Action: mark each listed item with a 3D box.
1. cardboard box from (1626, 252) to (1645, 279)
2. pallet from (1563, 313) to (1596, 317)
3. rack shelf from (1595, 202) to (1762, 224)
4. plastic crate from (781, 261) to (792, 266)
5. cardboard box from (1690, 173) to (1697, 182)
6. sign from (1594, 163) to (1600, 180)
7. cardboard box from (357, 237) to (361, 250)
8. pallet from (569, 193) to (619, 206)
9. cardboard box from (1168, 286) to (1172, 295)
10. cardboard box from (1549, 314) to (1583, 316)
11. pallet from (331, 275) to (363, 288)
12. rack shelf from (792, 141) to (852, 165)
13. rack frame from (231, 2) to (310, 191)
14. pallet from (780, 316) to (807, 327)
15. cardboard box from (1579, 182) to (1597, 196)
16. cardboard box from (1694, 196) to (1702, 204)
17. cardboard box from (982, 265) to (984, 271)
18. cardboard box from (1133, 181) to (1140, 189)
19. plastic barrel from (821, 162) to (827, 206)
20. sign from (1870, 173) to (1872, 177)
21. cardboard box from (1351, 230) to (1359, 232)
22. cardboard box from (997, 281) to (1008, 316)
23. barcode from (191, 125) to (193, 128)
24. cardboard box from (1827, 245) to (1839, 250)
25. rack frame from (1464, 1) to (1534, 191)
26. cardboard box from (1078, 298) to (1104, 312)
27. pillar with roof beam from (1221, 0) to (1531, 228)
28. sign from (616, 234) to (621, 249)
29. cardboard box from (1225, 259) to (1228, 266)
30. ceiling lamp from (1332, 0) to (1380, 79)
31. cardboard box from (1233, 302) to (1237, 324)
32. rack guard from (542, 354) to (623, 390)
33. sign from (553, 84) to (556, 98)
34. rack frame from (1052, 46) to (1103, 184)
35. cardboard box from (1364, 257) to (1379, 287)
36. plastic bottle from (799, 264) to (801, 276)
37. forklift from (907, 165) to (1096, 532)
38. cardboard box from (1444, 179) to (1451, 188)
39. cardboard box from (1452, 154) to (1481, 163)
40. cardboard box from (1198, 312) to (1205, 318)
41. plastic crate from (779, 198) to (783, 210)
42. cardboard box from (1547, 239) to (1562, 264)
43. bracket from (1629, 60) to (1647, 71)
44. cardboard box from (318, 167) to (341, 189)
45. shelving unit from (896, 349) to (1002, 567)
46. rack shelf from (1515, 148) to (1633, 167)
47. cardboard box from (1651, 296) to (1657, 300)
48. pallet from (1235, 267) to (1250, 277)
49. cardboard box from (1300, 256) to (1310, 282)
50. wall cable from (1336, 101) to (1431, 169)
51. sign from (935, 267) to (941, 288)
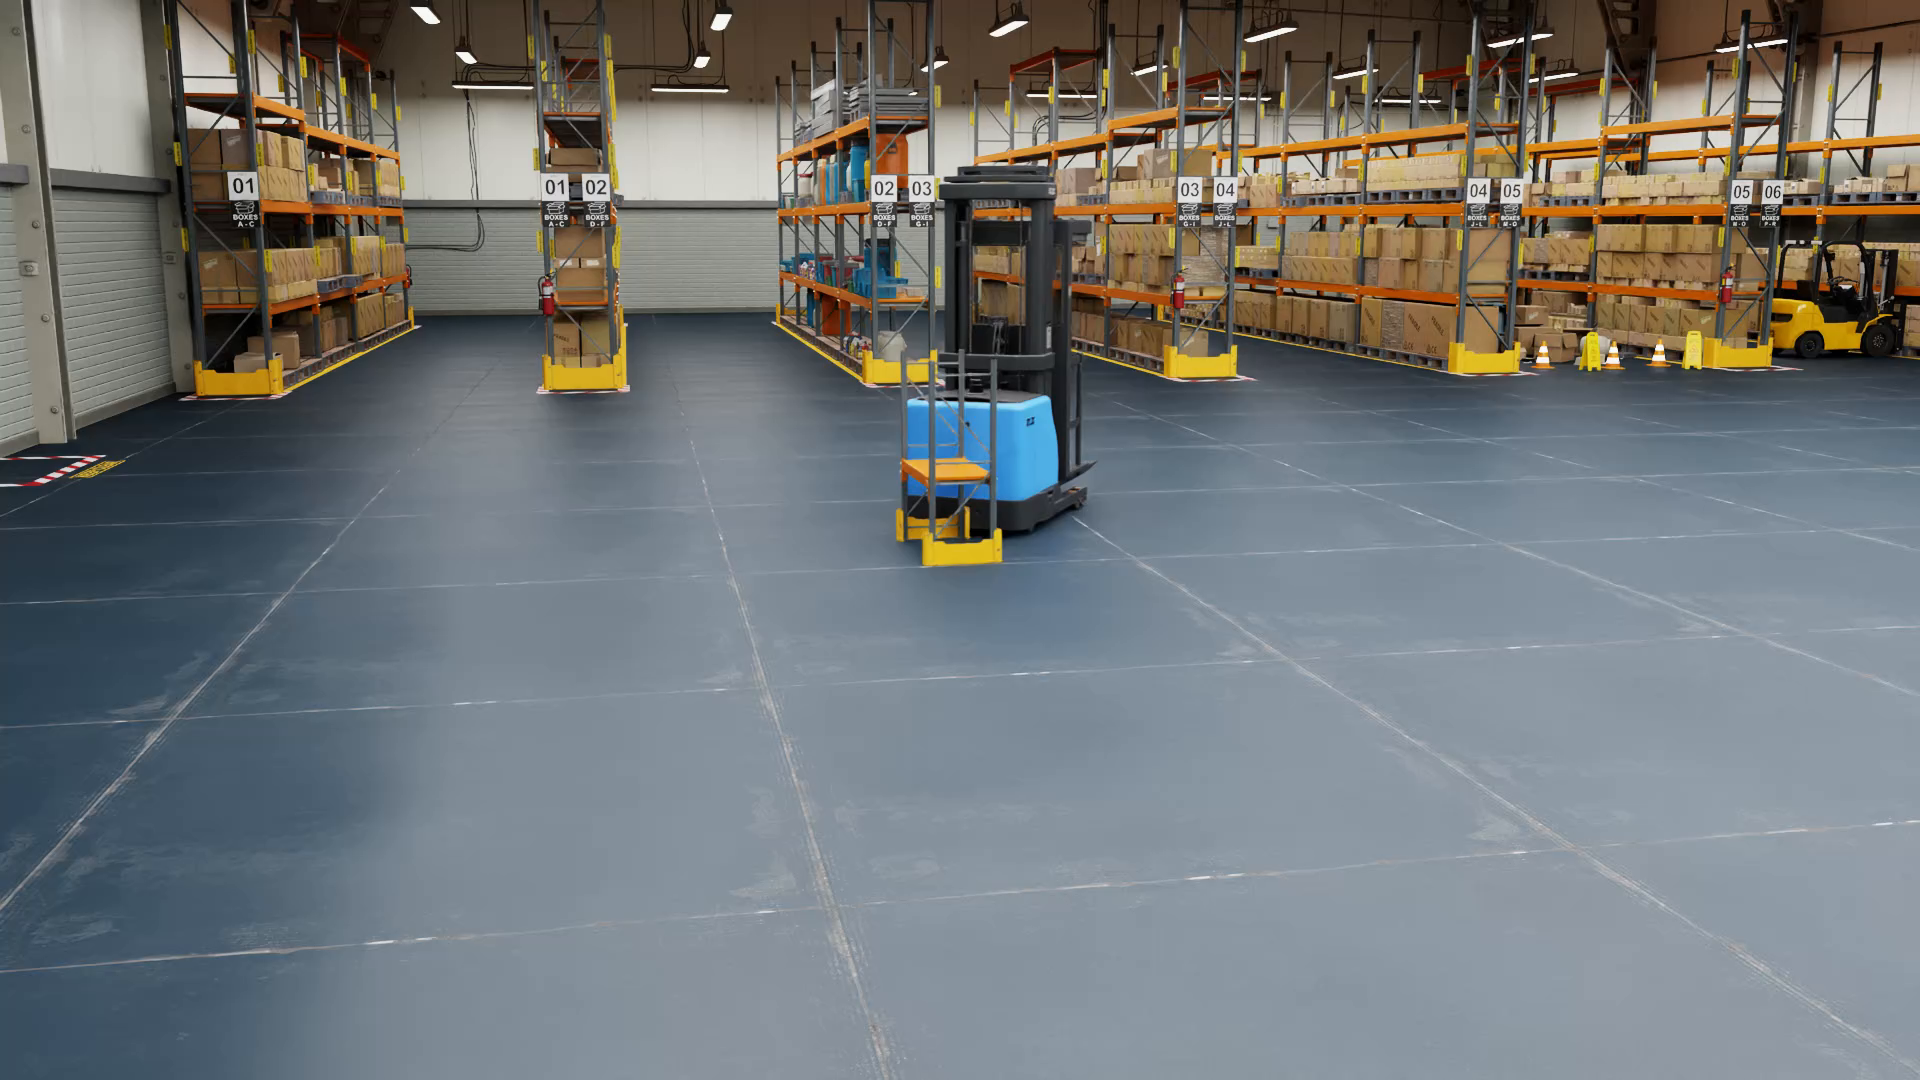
[{"bbox_3d":[12.926,-5.174,31.295,0.500,0.500,0.500,-2,11,-11],"label":"cardboard box"},{"bbox_3d":[16.088,-5.658,42.359,1.003,0.211,1.213,-2,11,-11],"label":"pallet"},{"bbox_3d":[13.298,-6.007,30.635,1.077,0.370,4.000,-2,11,-11],"label":"rack shelf"},{"bbox_3d":[-4.151,-6.683,40.574,0.416,0.233,0.300,-2,11,-11],"label":"plastic crate"},{"bbox_3d":[13.252,-6.456,29.612,0.380,0.149,0.250,-2,11,-11],"label":"cardboard box"},{"bbox_3d":[12.365,-7.154,32.300,0.100,0.325,0.005,-2,11,-11],"label":"sign"},{"bbox_3d":[-12.107,-5.851,32.793,0.500,0.250,0.500,-2,11,-12],"label":"cardboard box"},{"bbox_3d":[-6.868,-6.322,30.871,1.003,0.211,1.213,-2,11,-8],"label":"pallet"},{"bbox_3d":[3.660,-4.127,27.527,0.380,0.149,0.250,-2,11,-11],"label":"cardboard box"},{"bbox_3d":[12.524,-4.524,34.849,0.950,0.372,0.625,-2,11,-9],"label":"cardboard box"},{"bbox_3d":[-11.923,-4.865,31.249,1.213,0.211,1.003,-2,11,-11],"label":"pallet"},{"bbox_3d":[-2.837,-8.211,35.261,1.077,0.370,4.000,-2,11,-11],"label":"rack shelf"},{"bbox_3d":[-11.388,-7.300,27.482,1.000,3.000,0.127,-2,11,-11],"label":"rack frame"},{"bbox_3d":[-3.882,-5.391,40.958,1.003,0.211,1.213,-2,11,-11],"label":"pallet"},{"bbox_3d":[12.653,-6.961,33.005,0.500,0.250,0.500,-2,11,-12],"label":"cardboard box"},{"bbox_3d":[13.244,-6.020,29.451,0.380,0.149,0.250,-2,11,-9],"label":"cardboard box"},{"bbox_3d":[0.753,-6.752,41.319,0.380,0.149,0.250,-2,11,-12],"label":"cardboard box"},{"bbox_3d":[3.239,-6.180,28.957,0.380,0.149,0.250,-2,11,-12],"label":"cardboard box"},{"bbox_3d":[-2.374,-6.853,32.006,0.600,0.830,0.708,-2,11,-11],"label":"plastic barrel"},{"bbox_3d":[18.321,-7.222,33.499,0.100,0.325,0.005,-2,11,-11],"label":"sign"},{"bbox_3d":[10.496,-7.802,43.222,0.500,0.500,0.500,-2,11,-13],"label":"cardboard box"},{"bbox_3d":[1.407,-5.812,40.269,0.875,0.875,0.875,-2,11,-11],"label":"cardboard box"},{"bbox_3d":[-11.239,-6.040,24.338,0.001,0.075,0.075,-2,11,-11],"label":"barcode"},{"bbox_3d":[17.548,-5.879,33.266,0.380,0.149,0.250,-2,11,-10],"label":"cardboard box"},{"bbox_3d":[8.851,-7.268,27.317,1.000,3.000,0.127,-2,11,-11],"label":"rack frame"},{"bbox_3d":[2.683,-4.765,33.710,0.500,0.250,0.500,-1,11,-5],"label":"cardboard box"},{"bbox_3d":[11.580,-10.953,46.678,9.100,9.000,0.548,-2,11,-11],"label":"pillar with roof beam"},{"bbox_3d":[-7.542,-6.590,36.703,0.100,0.325,0.005,-2,11,-11],"label":"sign"},{"bbox_3d":[6.295,-6.373,38.208,0.380,0.149,0.250,-2,11,-10],"label":"cardboard box"},{"bbox_3d":[9.373,-12.303,38.156,0.800,3.185,2.000,-2,11,-11],"label":"ceiling lamp"},{"bbox_3d":[6.505,-5.258,38.363,0.500,0.500,0.500,-2,11,-8],"label":"cardboard box"},{"bbox_3d":[-5.747,-2.568,25.349,1.175,0.500,0.348,-2,11,-11],"label":"rack guard"},{"bbox_3d":[-7.838,-8.690,32.079,0.100,0.325,0.005,-2,11,-11],"label":"sign"},{"bbox_3d":[2.410,-8.574,34.176,1.000,3.000,0.127,-2,11,-11],"label":"rack frame"},{"bbox_3d":[8.156,-5.061,31.365,0.875,0.550,0.550,-2,11,-11],"label":"cardboard box"},{"bbox_3d":[-3.548,-6.016,37.092,0.061,0.283,0.133,-2,11,-11],"label":"plastic bottle"},{"bbox_3d":[0.496,-1.735,14.474,1.130,2.935,3.031,4,11,19],"label":"forklift"},{"bbox_3d":[8.405,-6.022,28.071,0.380,0.149,0.250,-2,11,-11],"label":"cardboard box"},{"bbox_3d":[8.452,-6.368,27.757,0.380,0.149,0.250,-2,11,-10],"label":"cardboard box"},{"bbox_3d":[6.023,-5.484,40.490,0.380,0.149,0.250,-2,11,-13],"label":"cardboard box"},{"bbox_3d":[-4.203,-8.242,40.806,0.497,0.269,0.590,-2,11,-11],"label":"plastic crate"},{"bbox_3d":[12.402,-5.917,34.076,0.500,0.500,0.500,-2,11,-9],"label":"cardboard box"},{"bbox_3d":[16.702,-11.689,40.914,0.235,0.232,0.430,-2,11,-11],"label":"bracket"},{"bbox_3d":[-12.315,-6.910,32.014,0.700,0.500,0.500,-3,11,-15],"label":"cardboard box"},{"bbox_3d":[-0.099,-0.650,12.599,0.587,1.500,1.083,-3,11,-13],"label":"shelving unit"},{"bbox_3d":[15.832,-9.861,42.870,1.077,0.370,4.000,-2,11,-11],"label":"rack shelf"},{"bbox_3d":[16.507,-5.741,39.166,0.380,0.149,0.250,-2,11,-12],"label":"cardboard box"},{"bbox_3d":[6.870,-6.056,37.504,1.003,0.211,1.213,-2,11,-11],"label":"pallet"},{"bbox_3d":[7.317,-5.560,34.118,0.500,0.500,0.500,-2,11,-11],"label":"cardboard box"},{"bbox_3d":[12.670,-11.574,49.839,2.988,3.039,0.133,-2,11,-11],"label":"wall cable"},{"bbox_3d":[-0.352,-4.135,26.156,0.100,0.325,0.005,-2,11,-11],"label":"sign"}]
